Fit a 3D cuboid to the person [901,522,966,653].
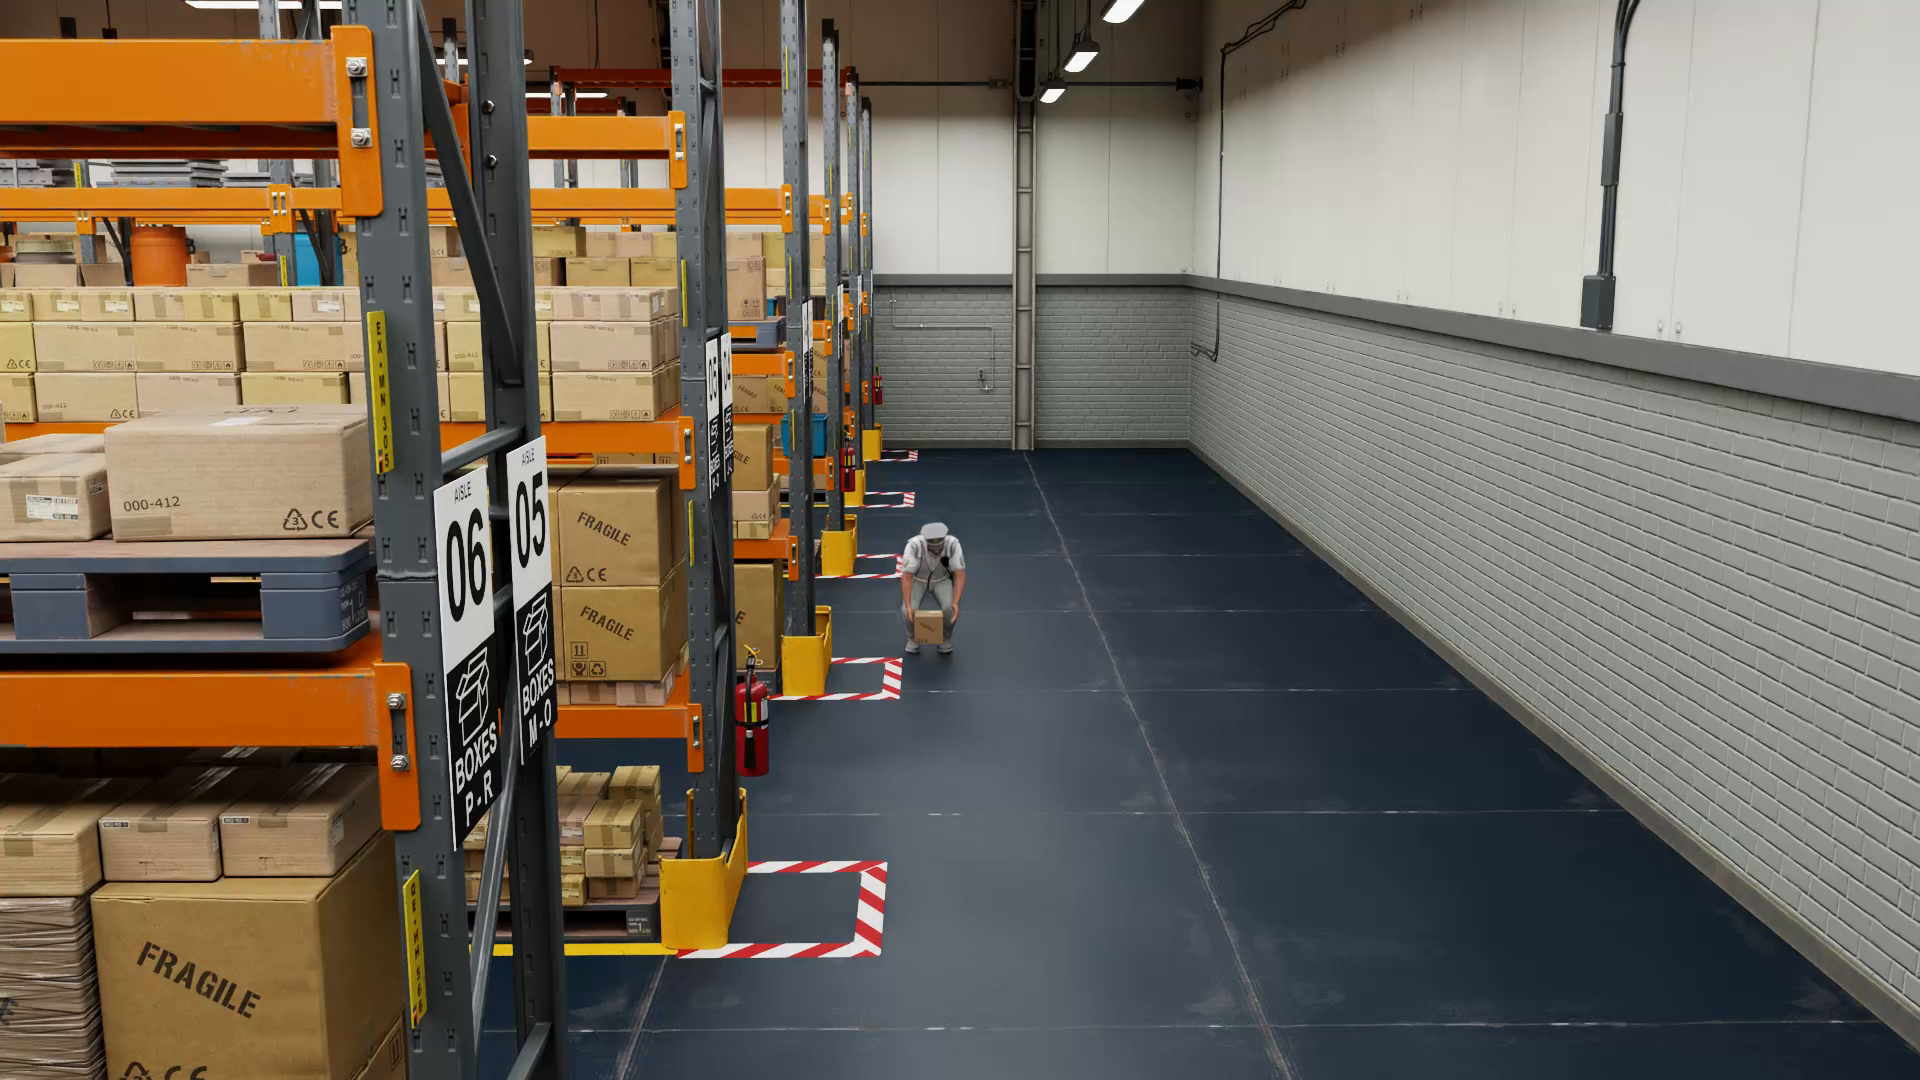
[{"bbox_3d":[-0.242,0.414,15.059,0.581,1.241,0.882,0,10,-1],"label":"person"}]
